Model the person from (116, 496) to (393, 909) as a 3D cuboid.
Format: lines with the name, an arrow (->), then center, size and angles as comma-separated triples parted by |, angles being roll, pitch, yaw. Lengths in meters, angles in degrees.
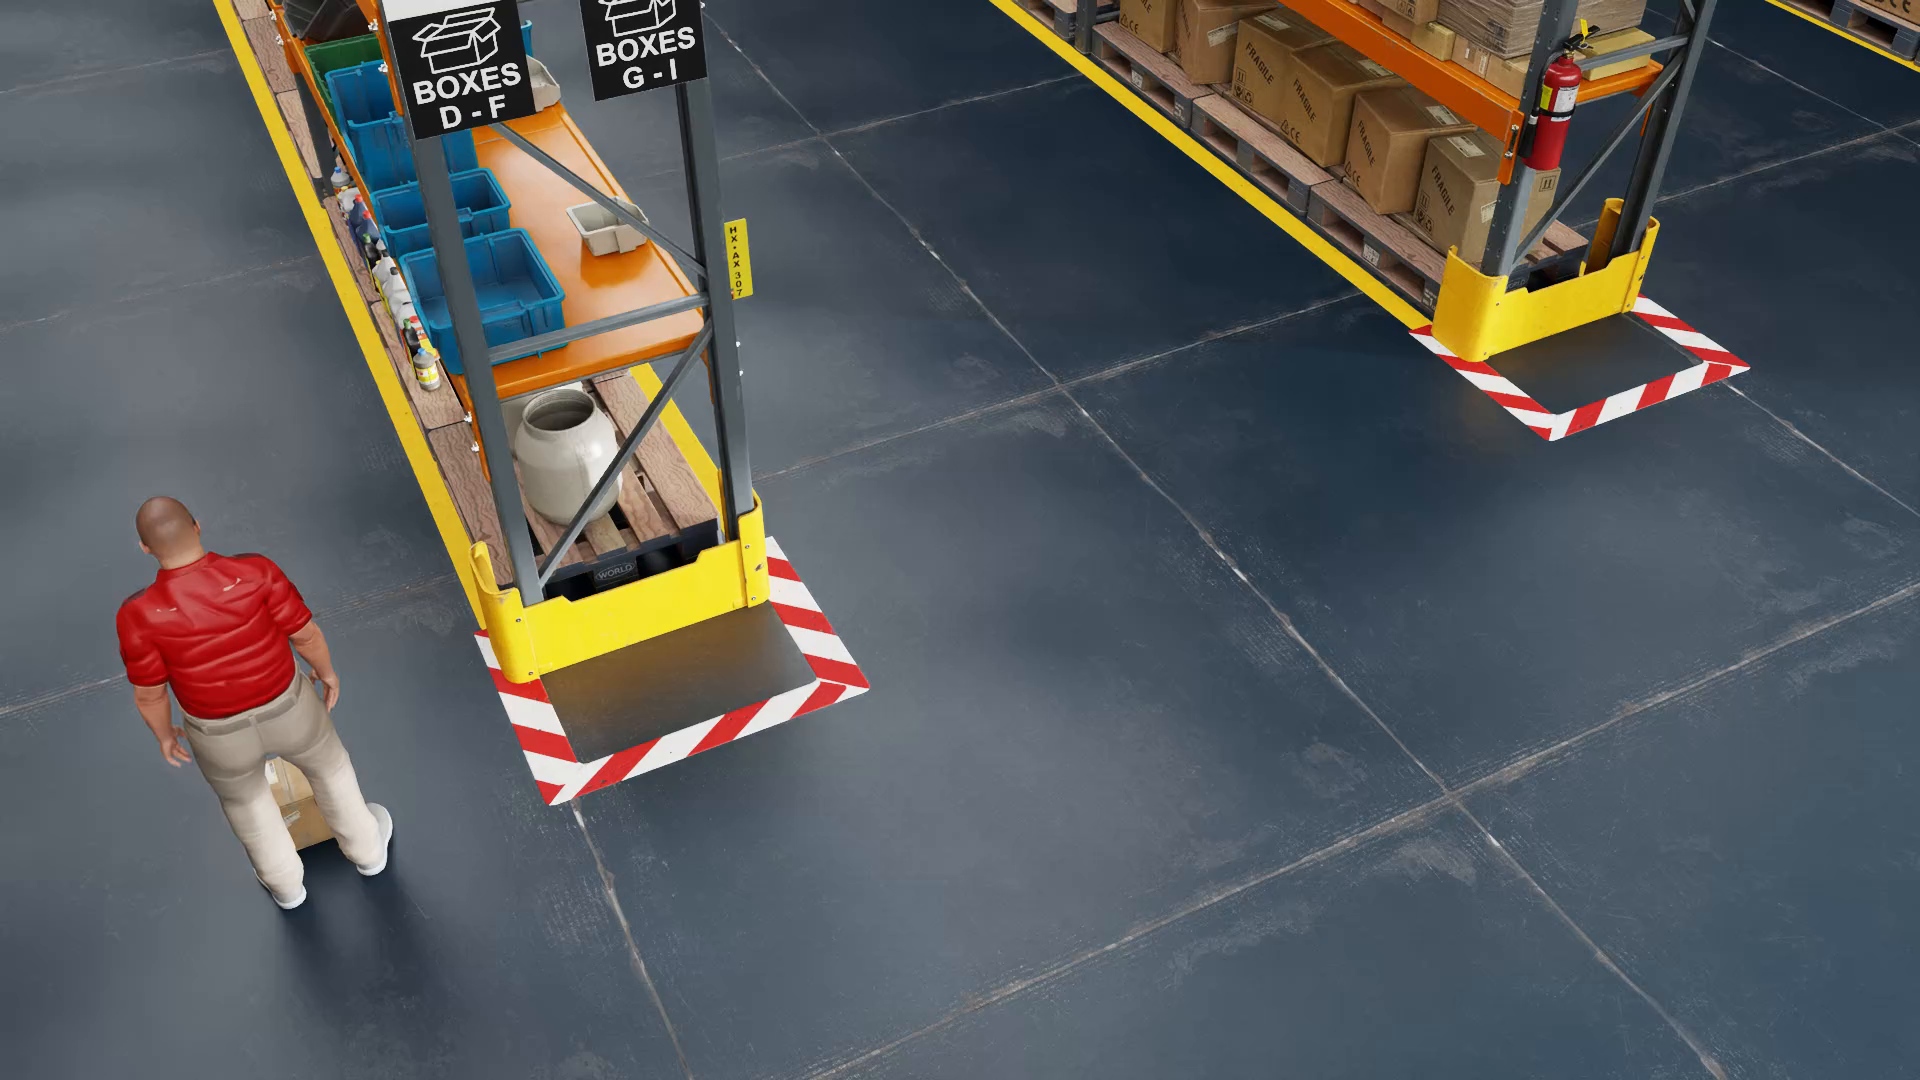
person -> -2.355, 0.561, 5.523 | 0.606, 1.727, 0.387 | -21, 45, -23
